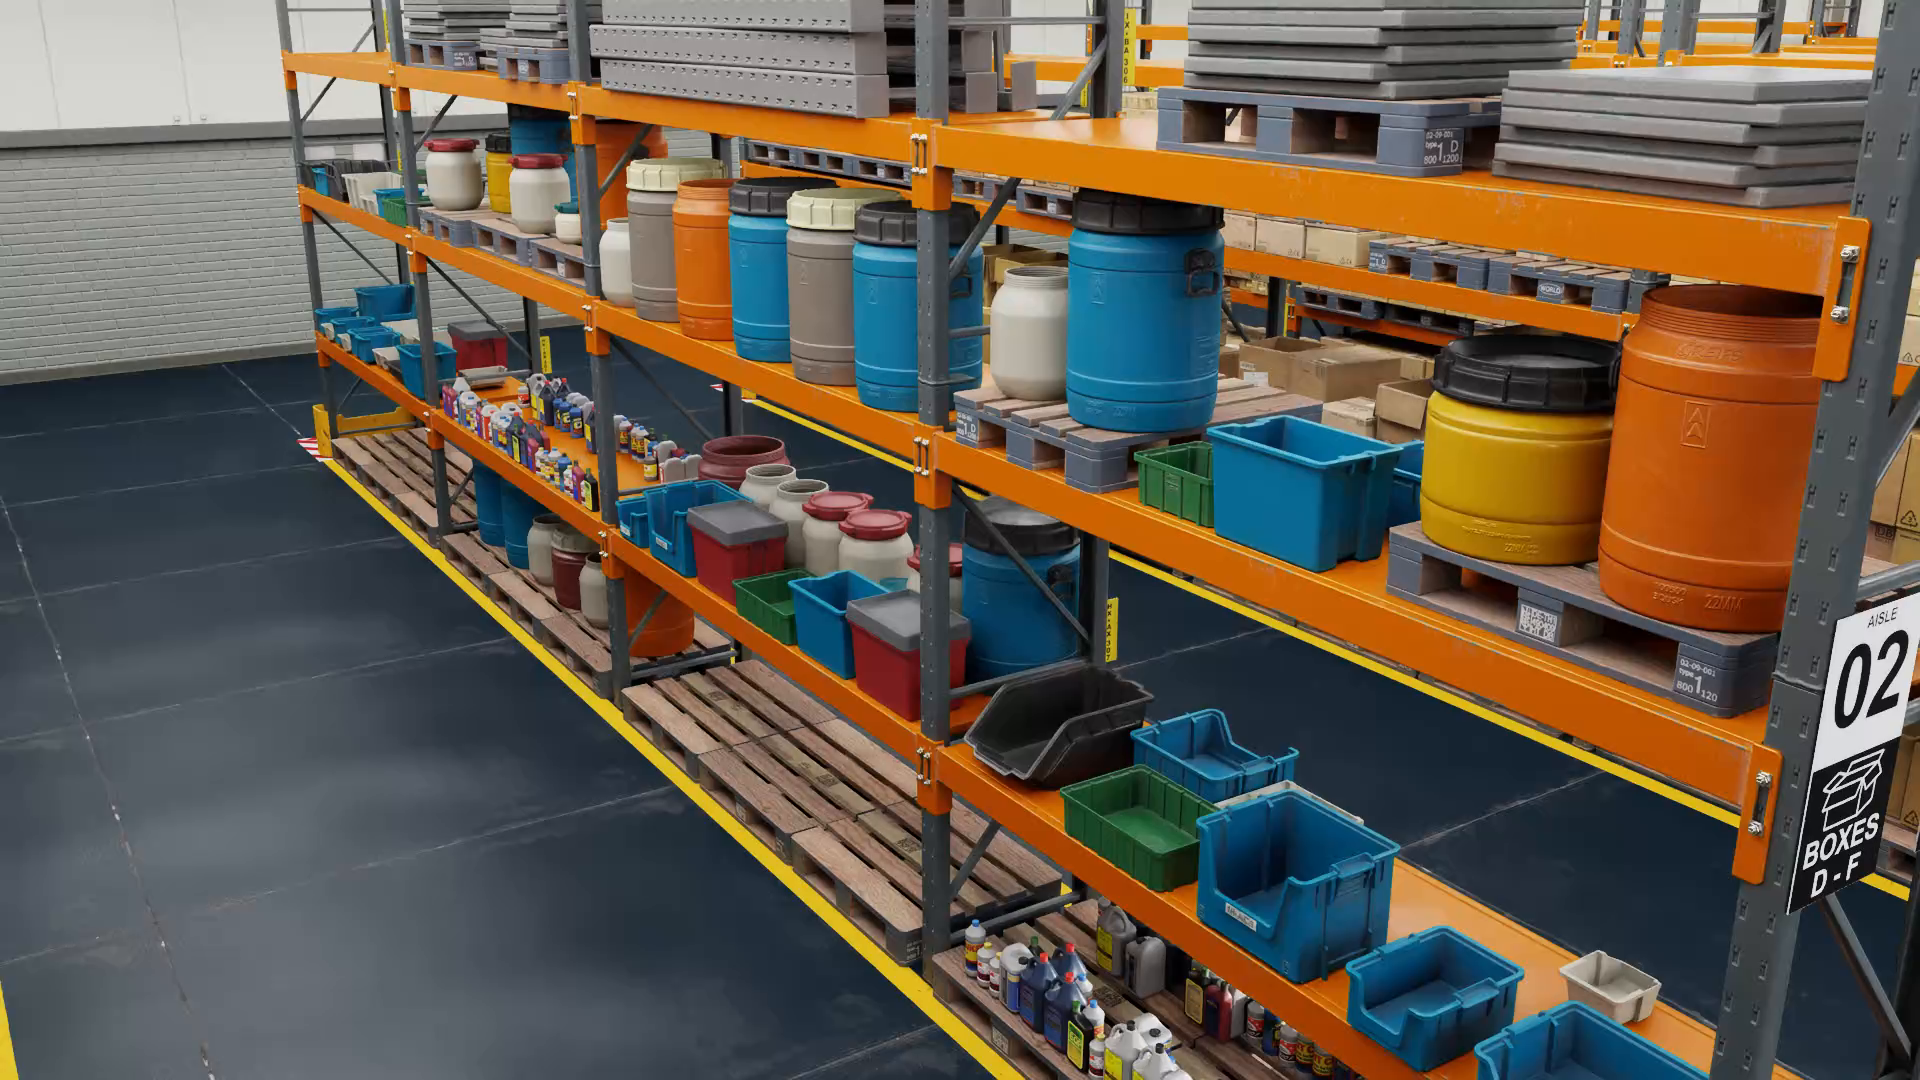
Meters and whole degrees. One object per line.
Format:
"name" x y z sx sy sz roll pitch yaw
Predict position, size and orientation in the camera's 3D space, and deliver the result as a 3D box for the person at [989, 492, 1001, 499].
"person" 0.451 0.015 11.976 0.540 1.741 0.960 -9 20 -26
